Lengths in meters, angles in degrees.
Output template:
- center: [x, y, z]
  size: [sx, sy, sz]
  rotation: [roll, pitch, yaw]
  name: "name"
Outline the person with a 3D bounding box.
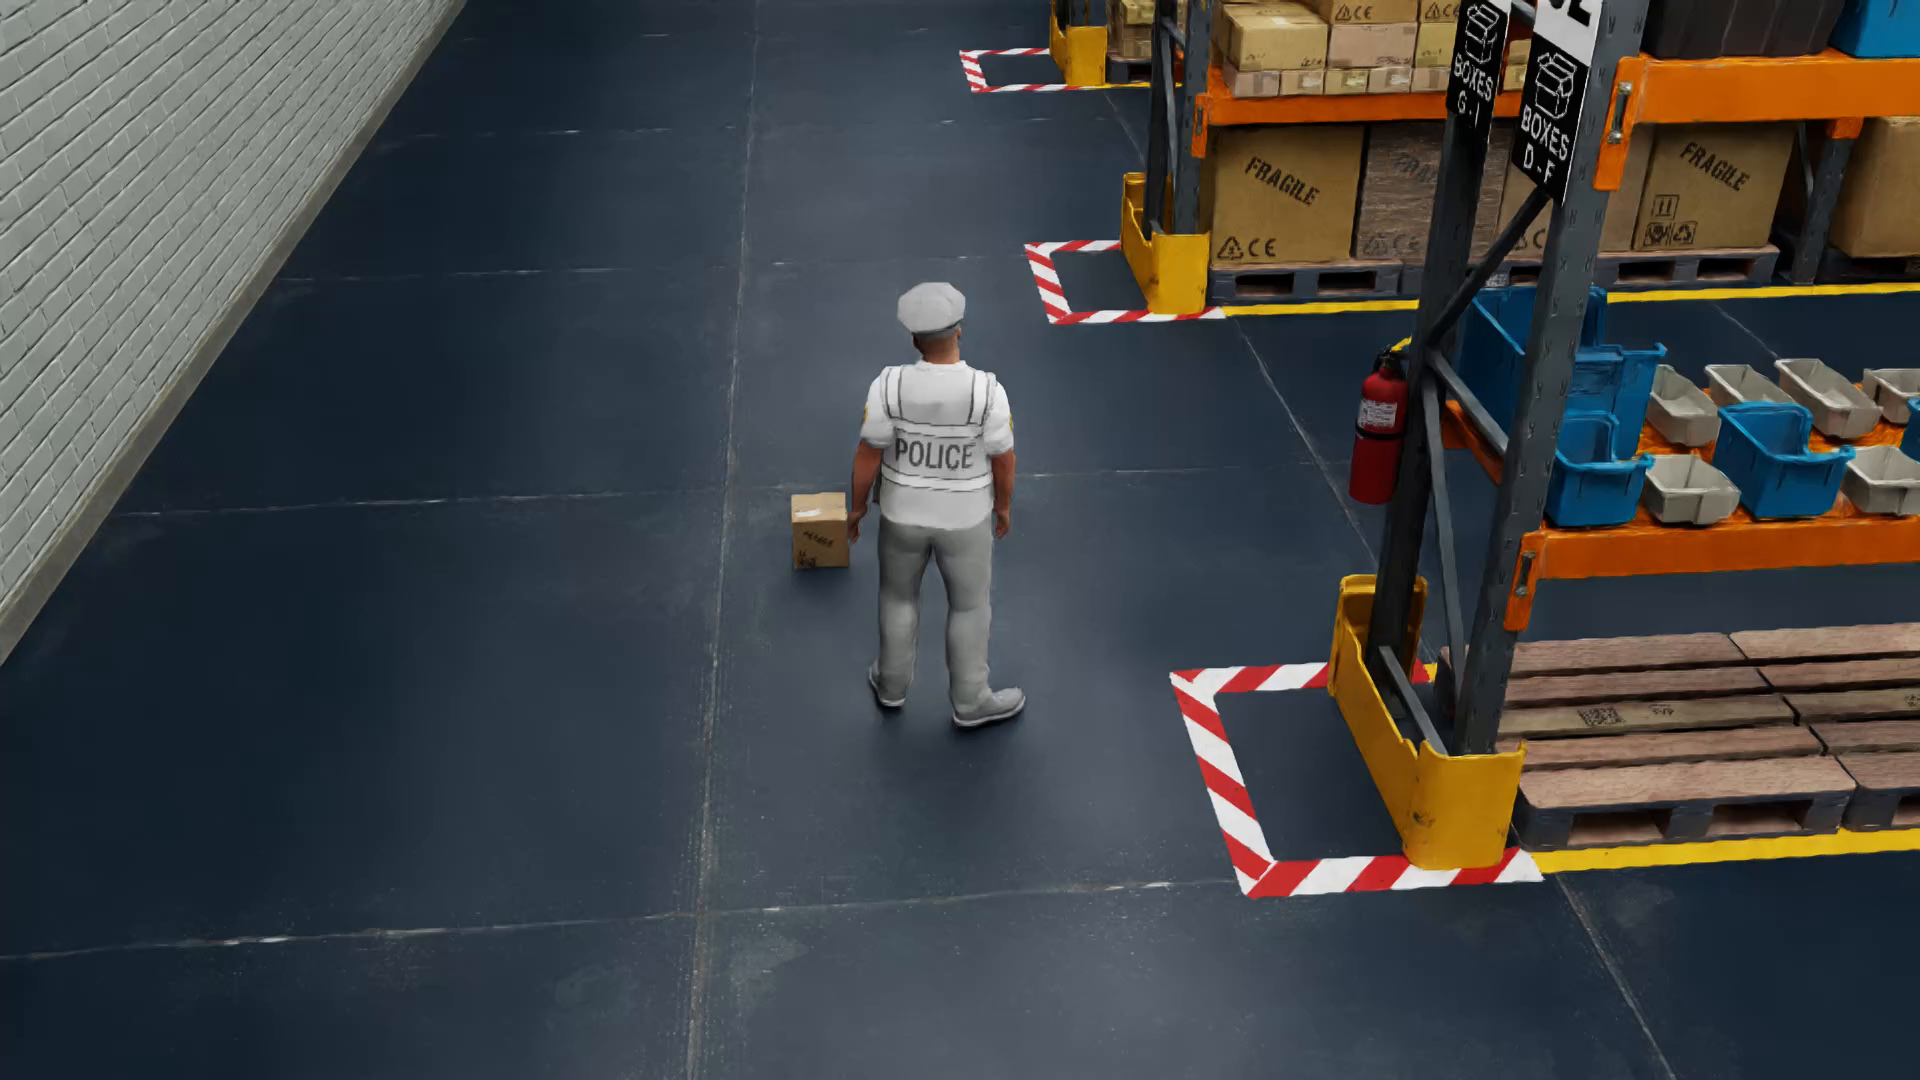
- center: [-0.083, -0.113, 6.261]
  size: [0.691, 1.770, 0.398]
  rotation: [4, 31, 7]
  name: "person"
